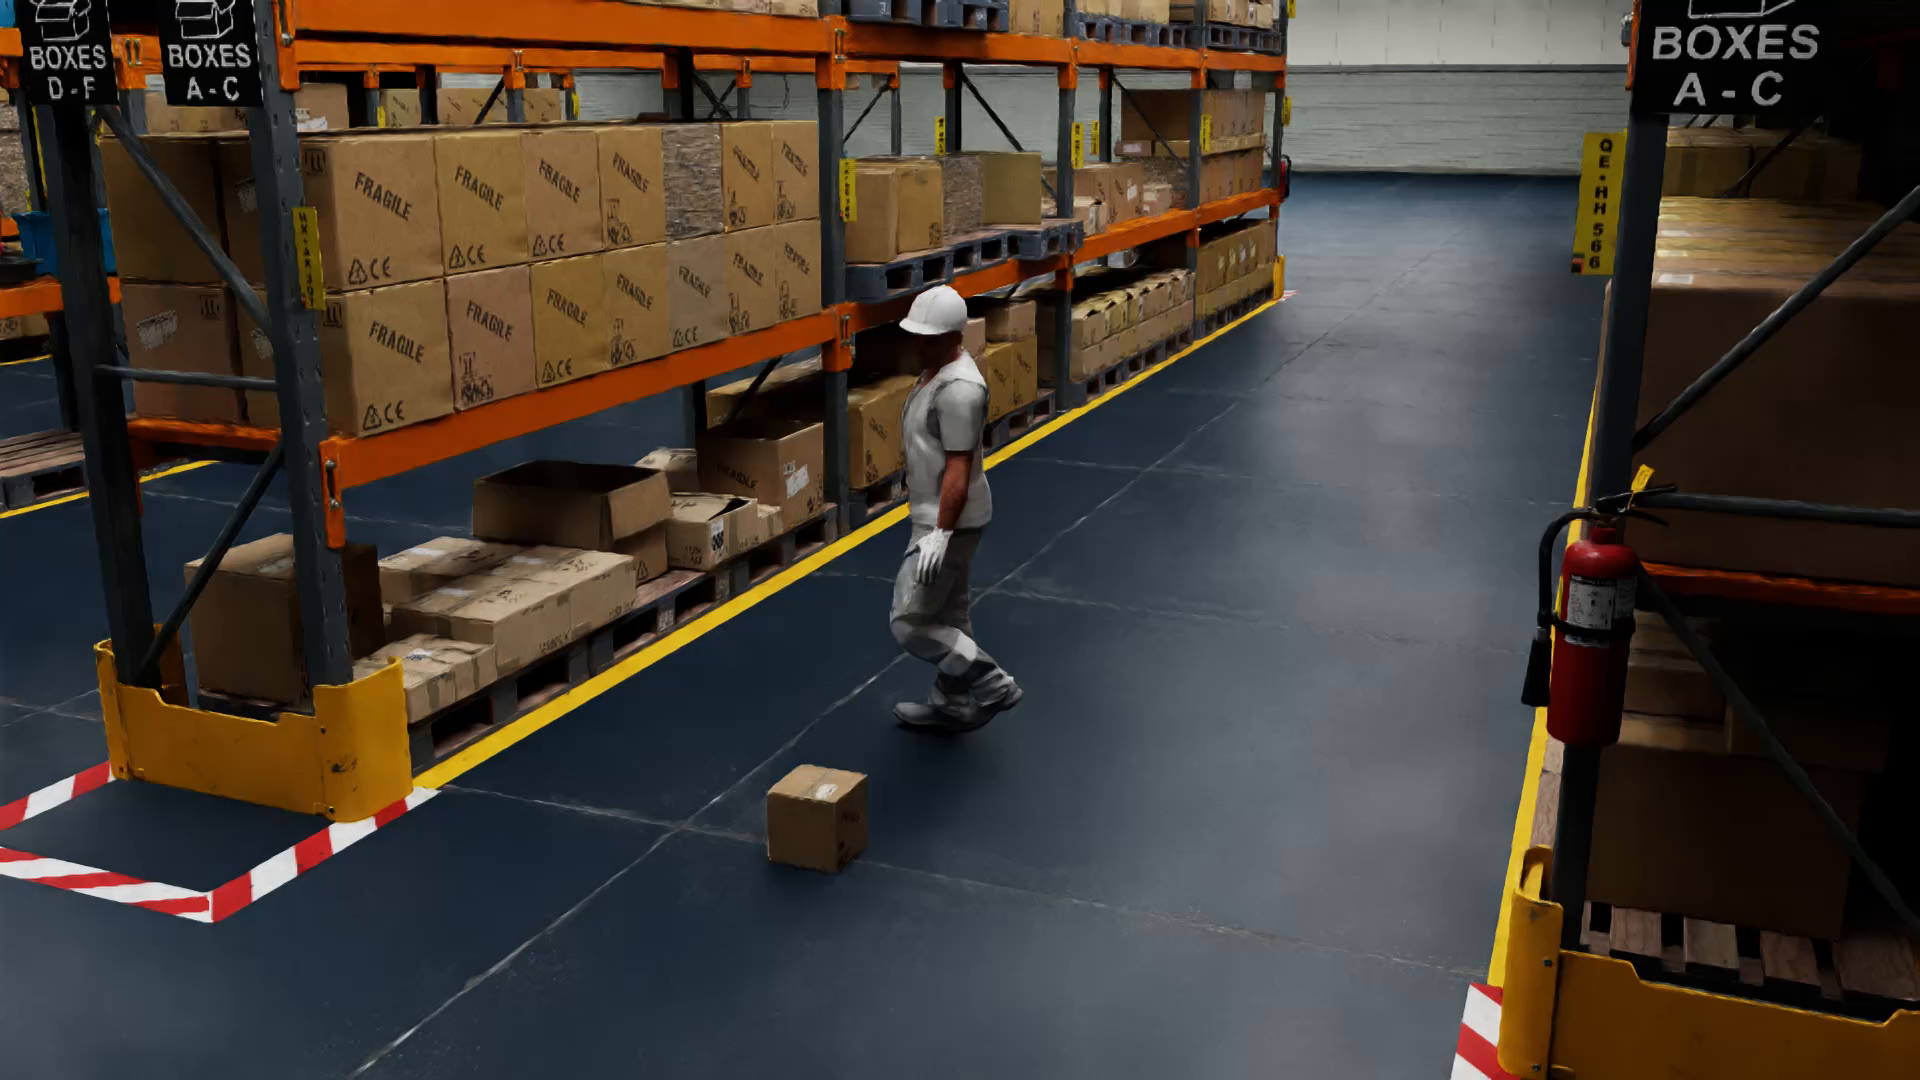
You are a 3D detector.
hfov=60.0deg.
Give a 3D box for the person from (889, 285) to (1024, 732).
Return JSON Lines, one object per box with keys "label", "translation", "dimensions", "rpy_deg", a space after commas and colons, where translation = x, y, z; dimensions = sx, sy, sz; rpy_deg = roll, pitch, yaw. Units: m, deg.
{"label": "person", "translation": [-0.015, -0.058, 6.183], "dimensions": [0.509, 1.771, 0.633], "rpy_deg": [-1, 15, -3]}
